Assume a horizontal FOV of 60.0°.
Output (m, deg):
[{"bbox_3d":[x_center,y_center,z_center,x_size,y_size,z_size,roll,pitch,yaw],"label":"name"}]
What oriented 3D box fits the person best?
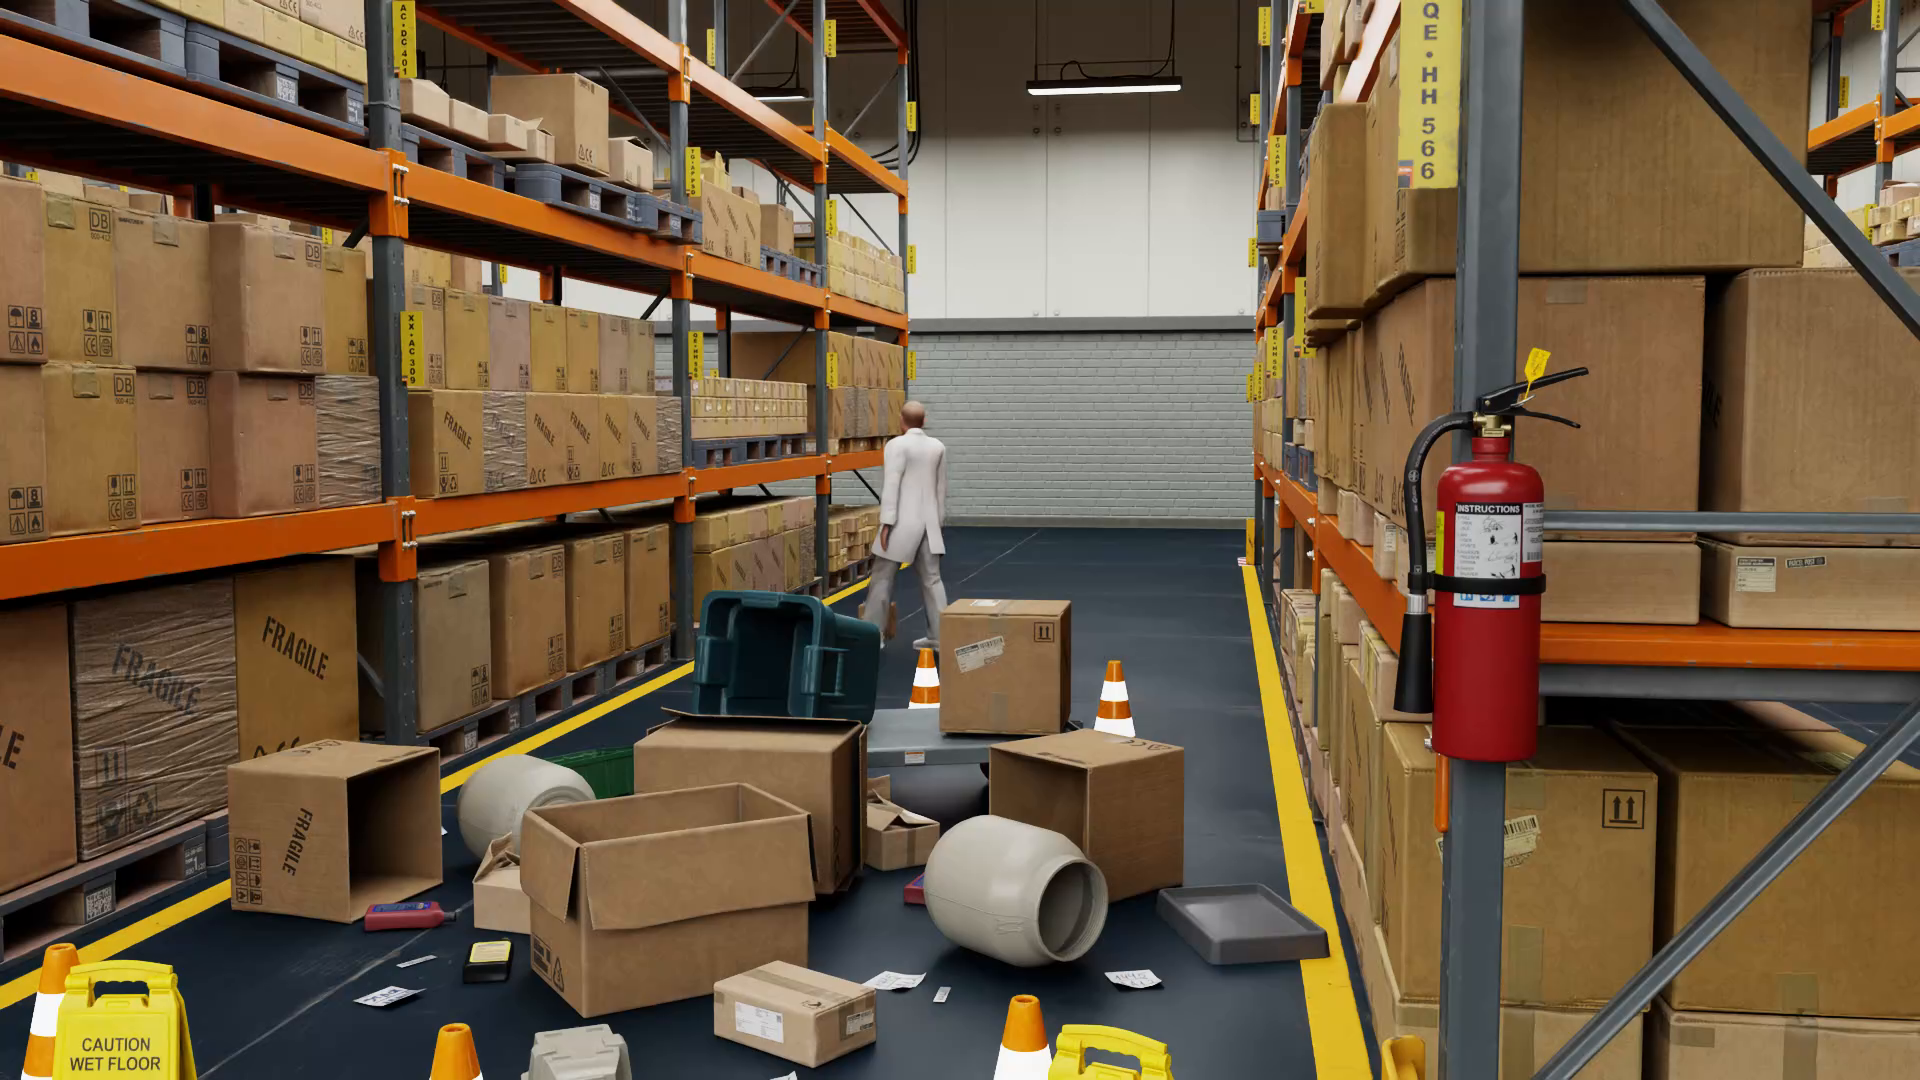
[{"bbox_3d":[-0.383,-0.102,11.717,0.634,1.754,0.827,-4,6,-40],"label":"person"}]
